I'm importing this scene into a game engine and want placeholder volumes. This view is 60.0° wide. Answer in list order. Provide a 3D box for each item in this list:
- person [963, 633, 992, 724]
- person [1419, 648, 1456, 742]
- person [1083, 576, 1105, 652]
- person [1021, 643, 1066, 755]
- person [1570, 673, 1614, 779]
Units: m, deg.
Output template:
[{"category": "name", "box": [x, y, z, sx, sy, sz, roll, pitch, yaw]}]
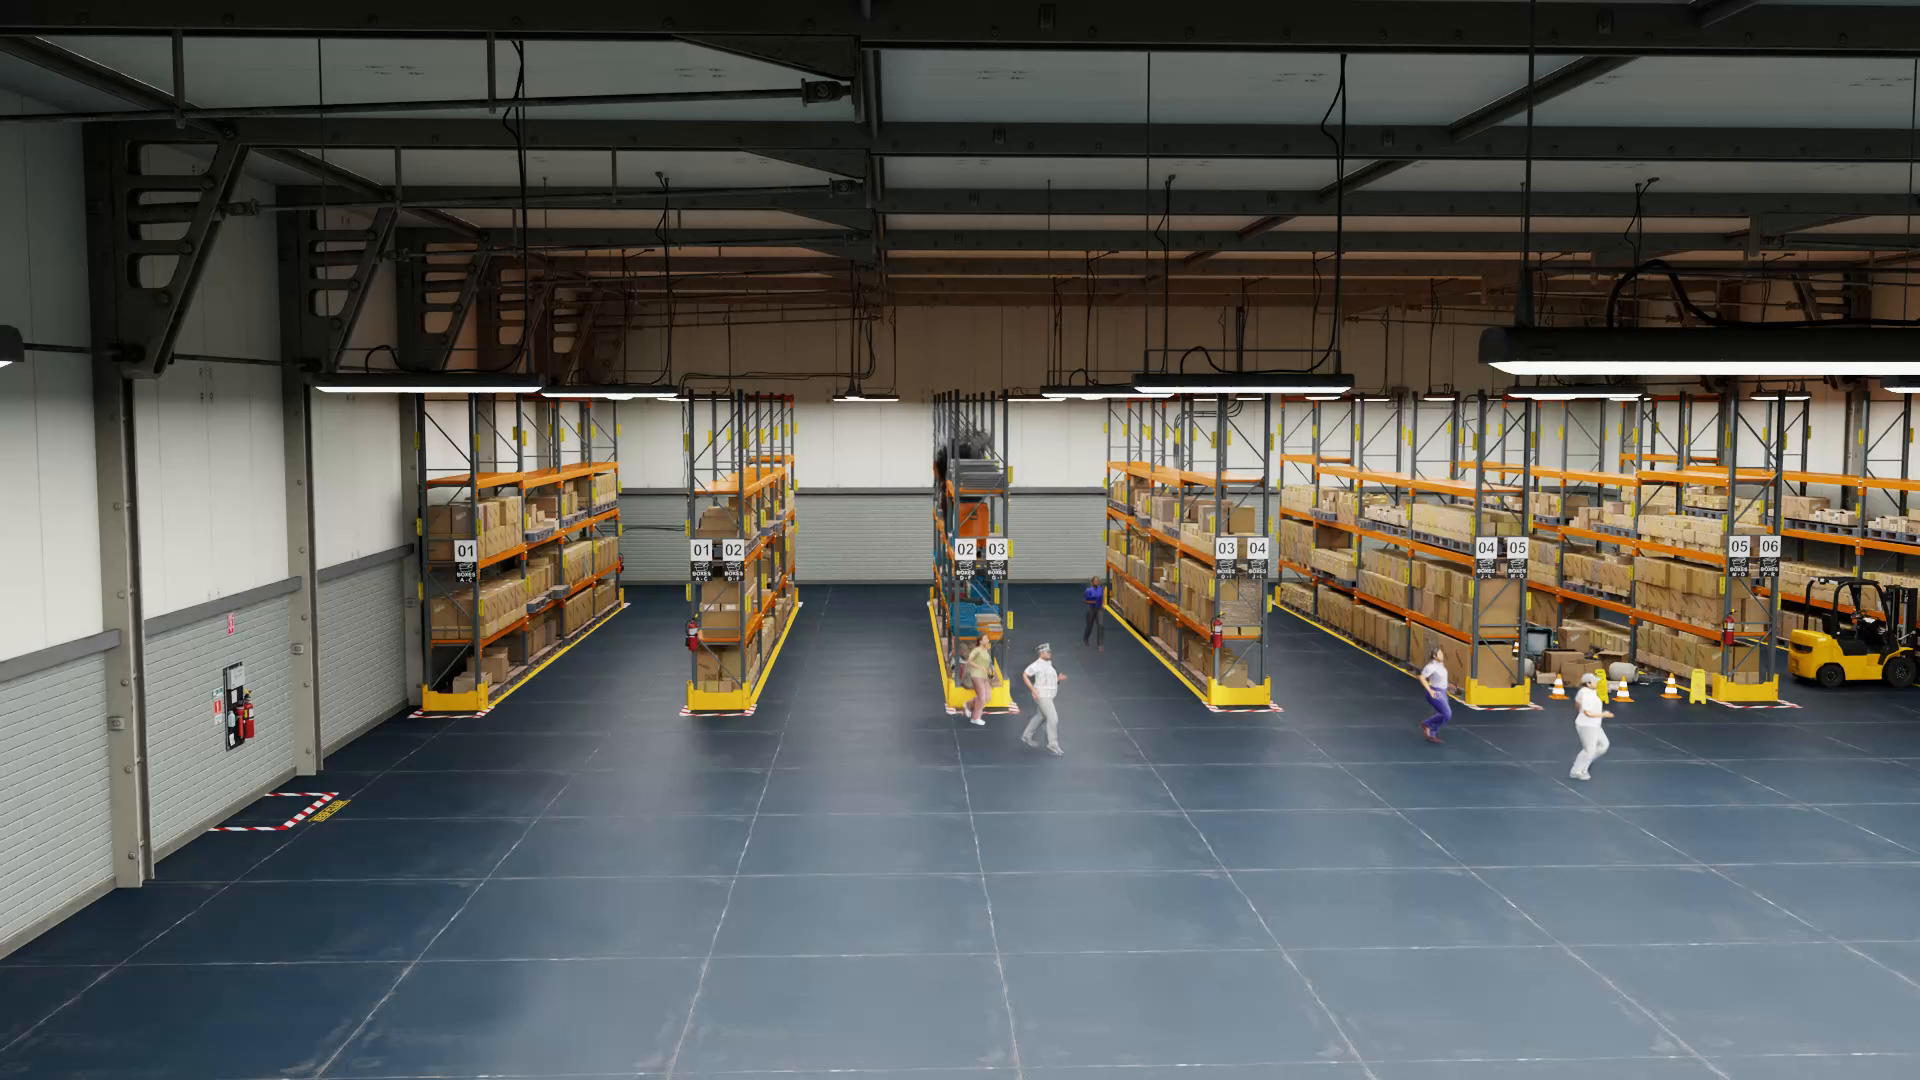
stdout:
[{"category": "person", "box": [0.344, 2.484, 29.995, 0.596, 1.621, 0.606, 3, 6, 35]}, {"category": "person", "box": [8.114, 2.632, 28.158, 0.538, 1.607, 0.607, 3, 6, 33]}, {"category": "person", "box": [3.028, 1.644, 37.569, 0.539, 1.668, 0.899, -1, 5, -14]}, {"category": "person", "box": [1.374, 2.602, 27.366, 0.827, 1.839, 0.640, 2, 5, 20]}, {"category": "person", "box": [9.632, 2.838, 25.324, 0.605, 1.634, 0.582, 2, 5, 24]}]
